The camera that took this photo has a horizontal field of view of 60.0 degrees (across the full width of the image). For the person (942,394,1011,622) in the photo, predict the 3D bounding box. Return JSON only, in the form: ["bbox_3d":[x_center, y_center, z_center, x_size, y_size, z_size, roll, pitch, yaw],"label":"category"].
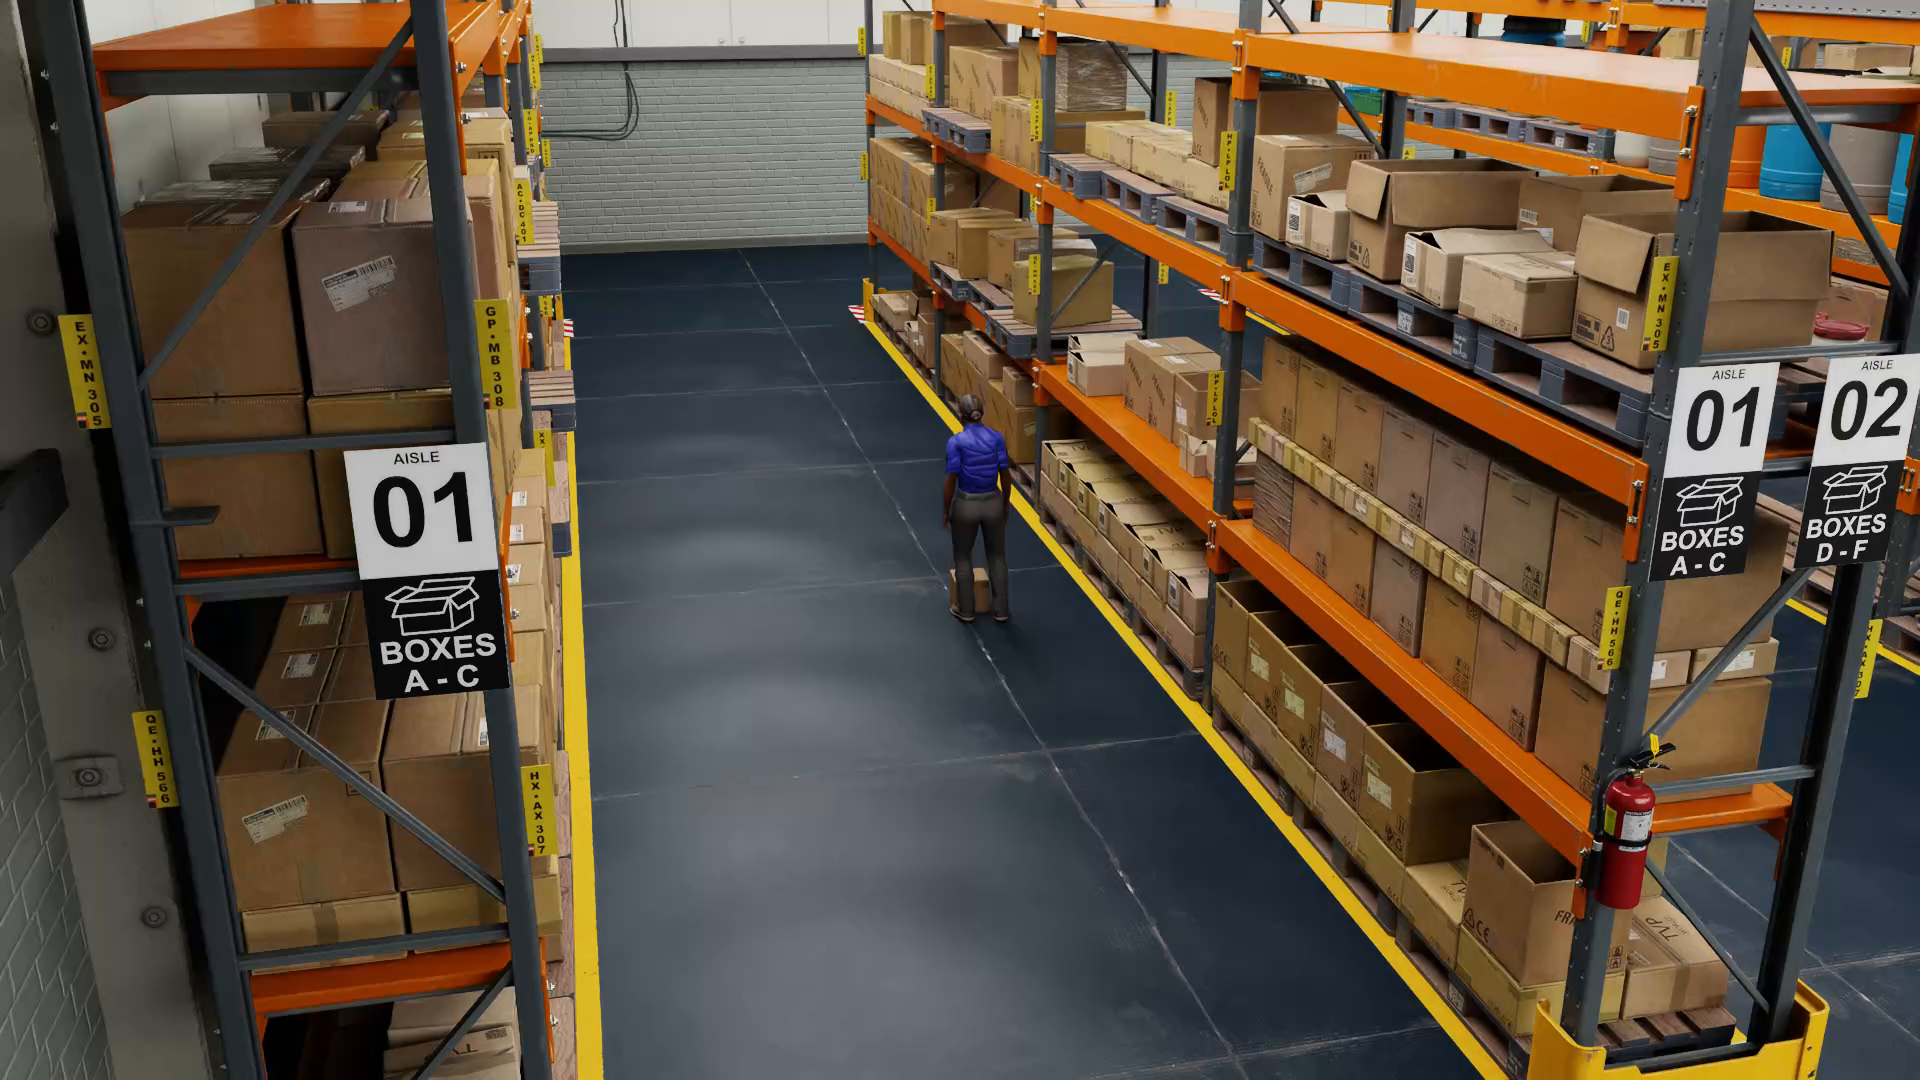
[{"bbox_3d":[0.121,-0.220,11.694,0.528,1.653,0.403,-6,20,-15],"label":"person"}]
